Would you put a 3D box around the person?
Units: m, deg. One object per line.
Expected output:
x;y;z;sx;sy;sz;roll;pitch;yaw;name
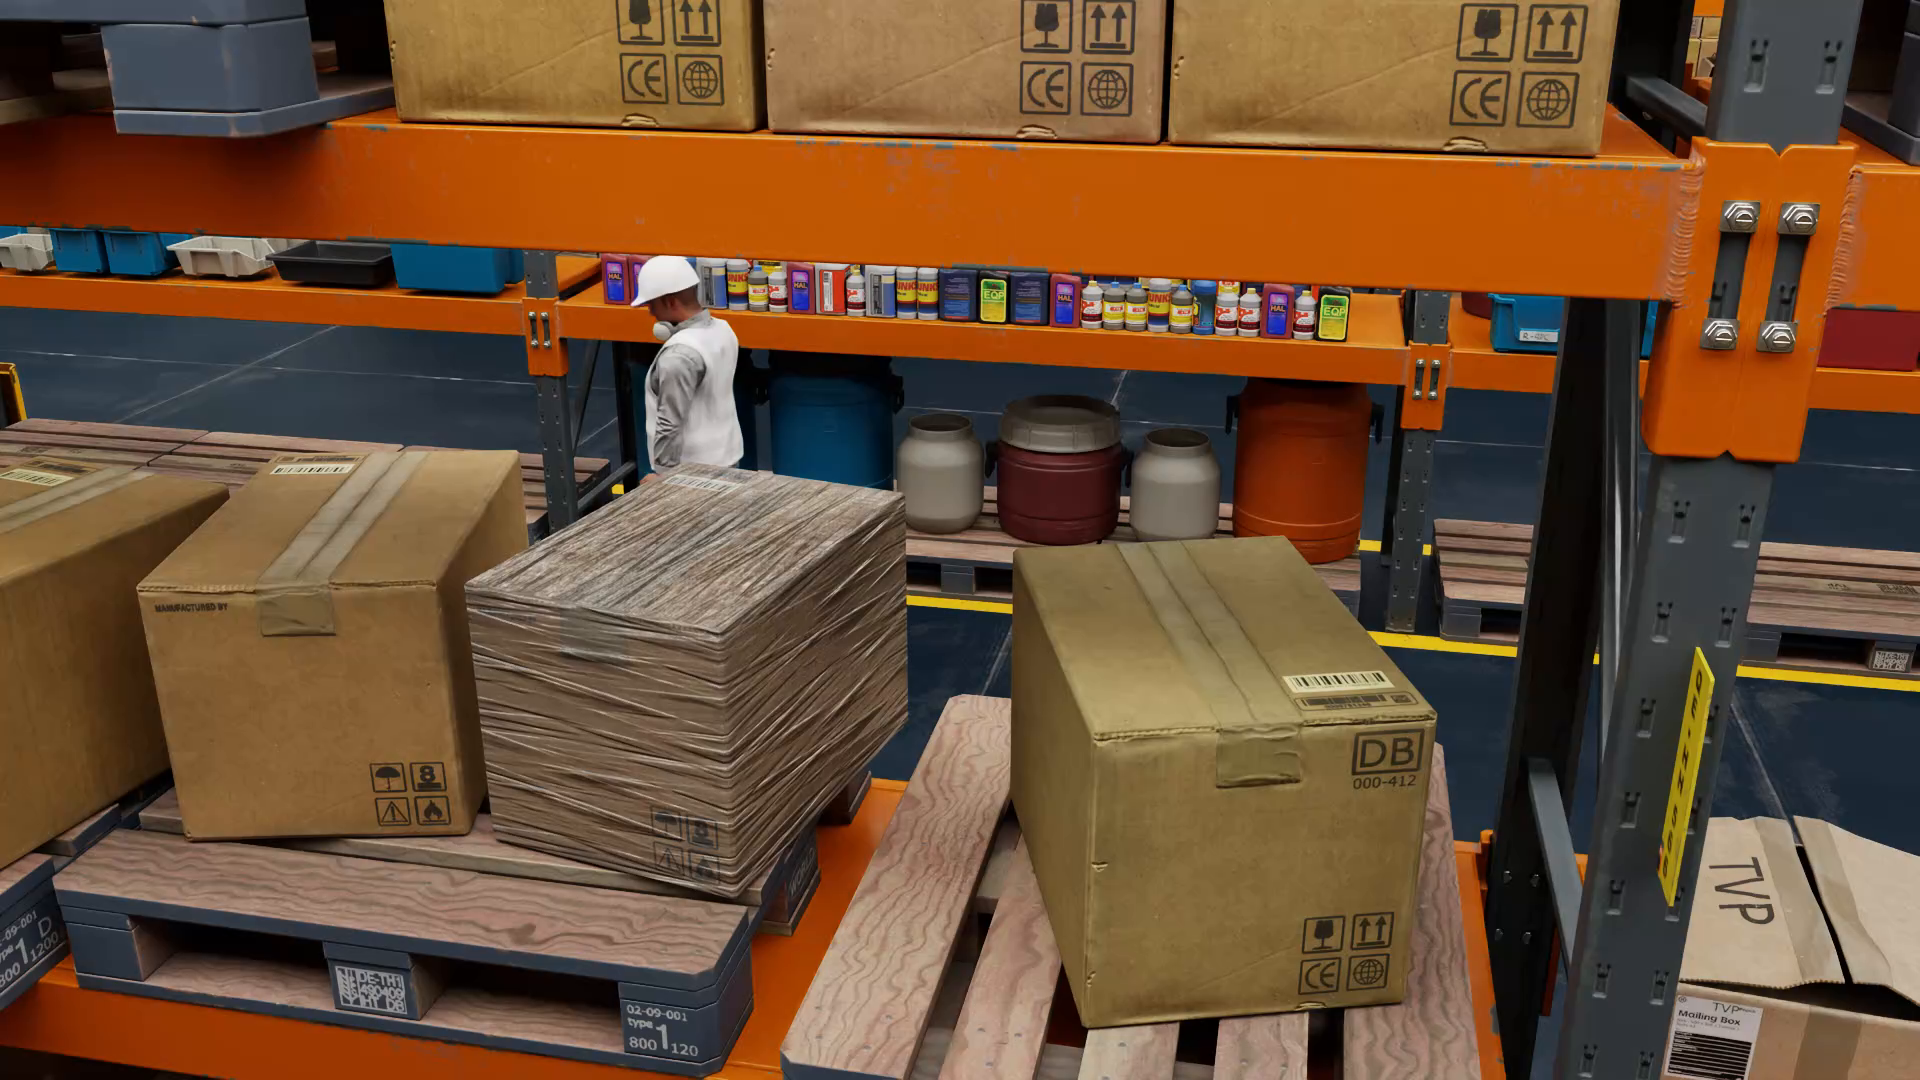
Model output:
-1.115;-0.304;6.862;0.389;1.760;0.540;5;22;12;person
